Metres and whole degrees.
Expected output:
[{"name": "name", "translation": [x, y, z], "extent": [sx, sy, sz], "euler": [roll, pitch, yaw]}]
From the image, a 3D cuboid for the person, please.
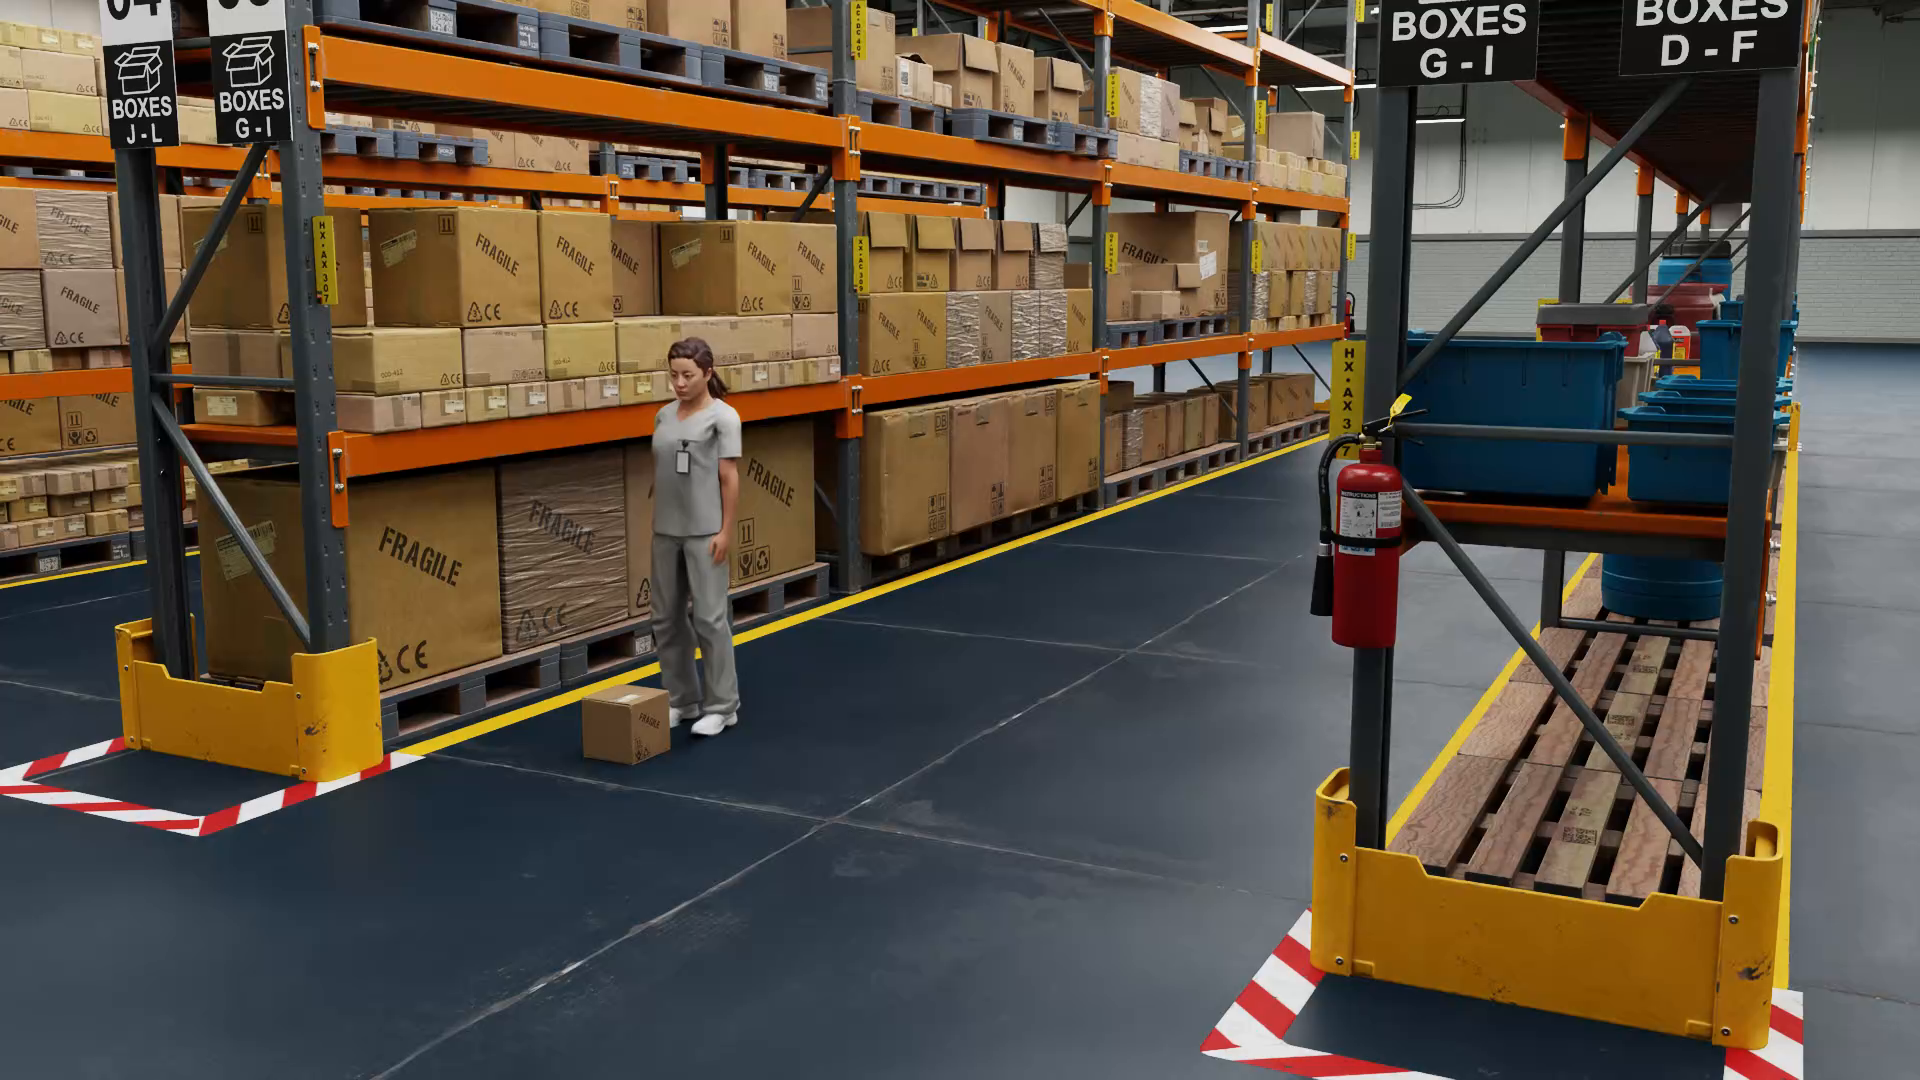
[{"name": "person", "translation": [-1.113, -0.022, 7.037], "extent": [0.441, 1.672, 0.364], "euler": [5, 10, 27]}]
